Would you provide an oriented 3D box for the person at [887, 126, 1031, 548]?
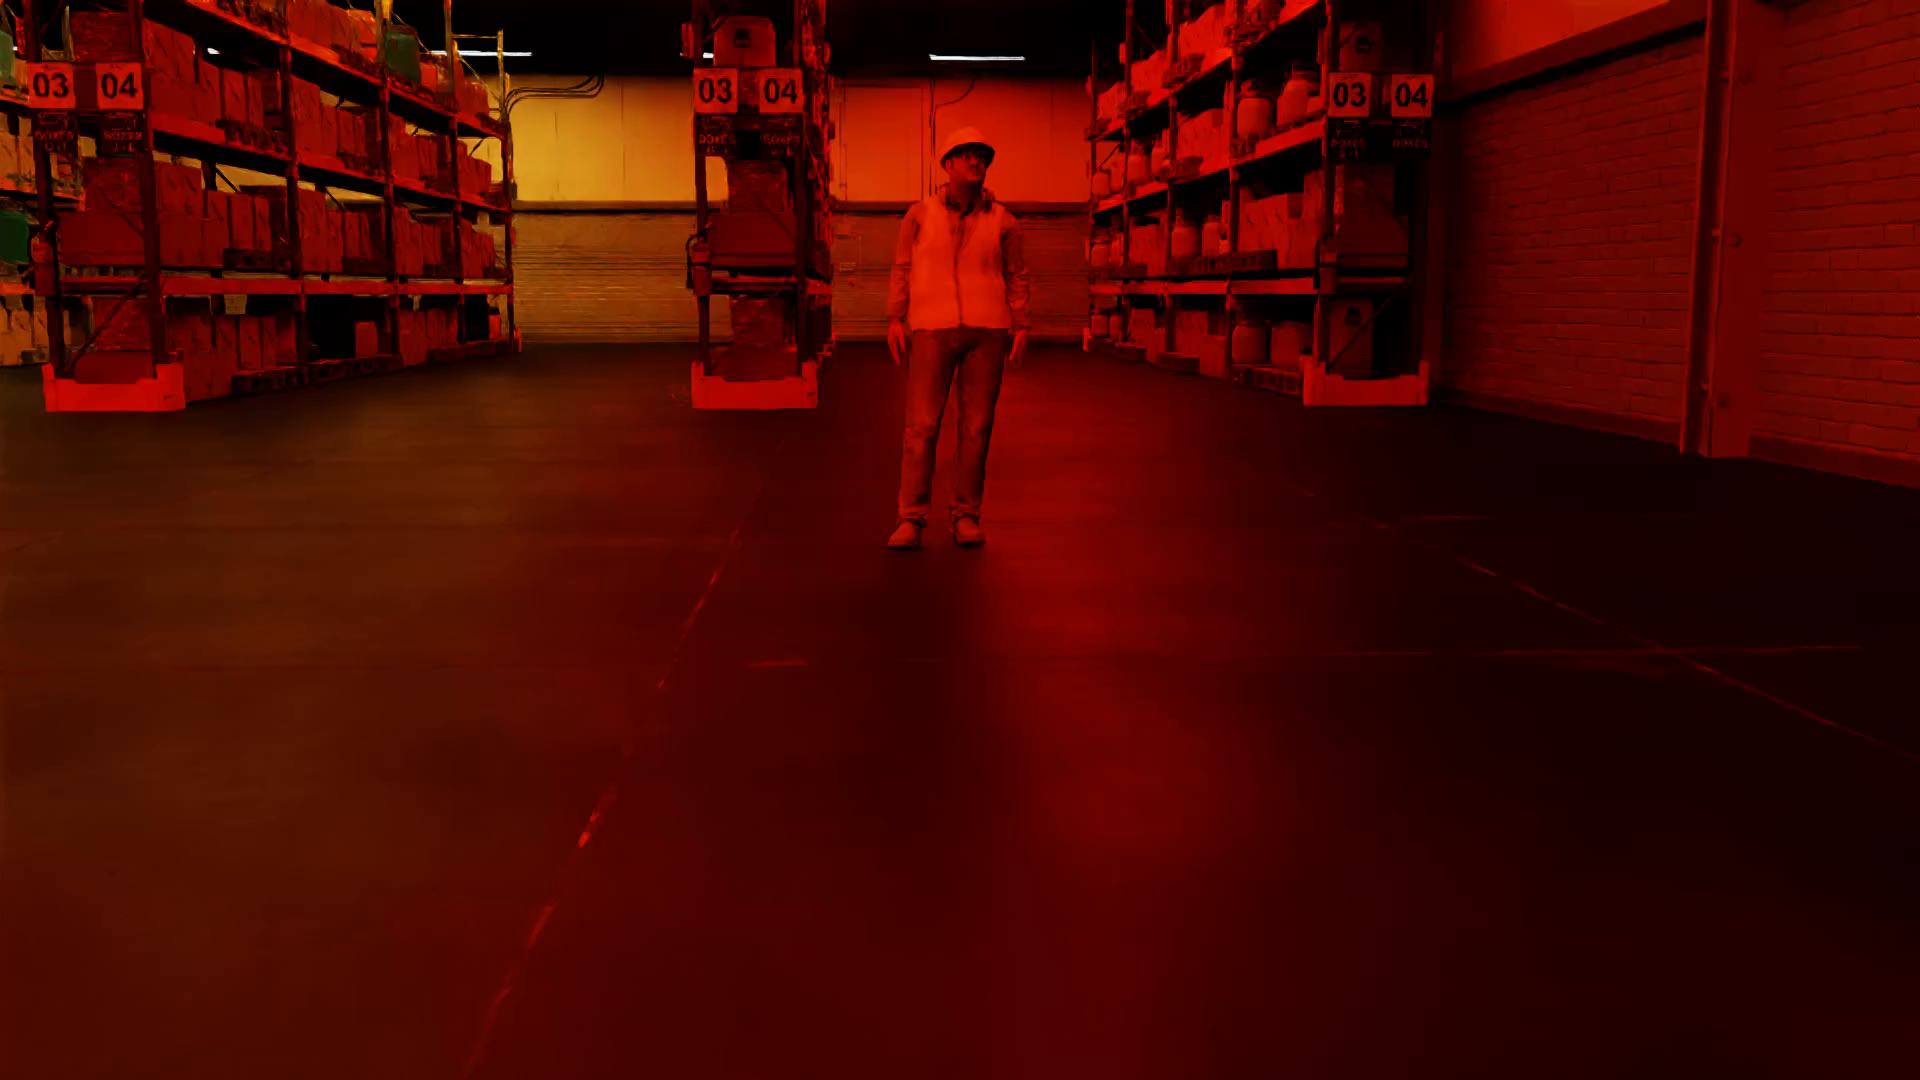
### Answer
[{"bbox_3d":[-0.004,-0.875,7.116,0.632,1.773,0.567,-1,8,-4],"label":"person"}]
